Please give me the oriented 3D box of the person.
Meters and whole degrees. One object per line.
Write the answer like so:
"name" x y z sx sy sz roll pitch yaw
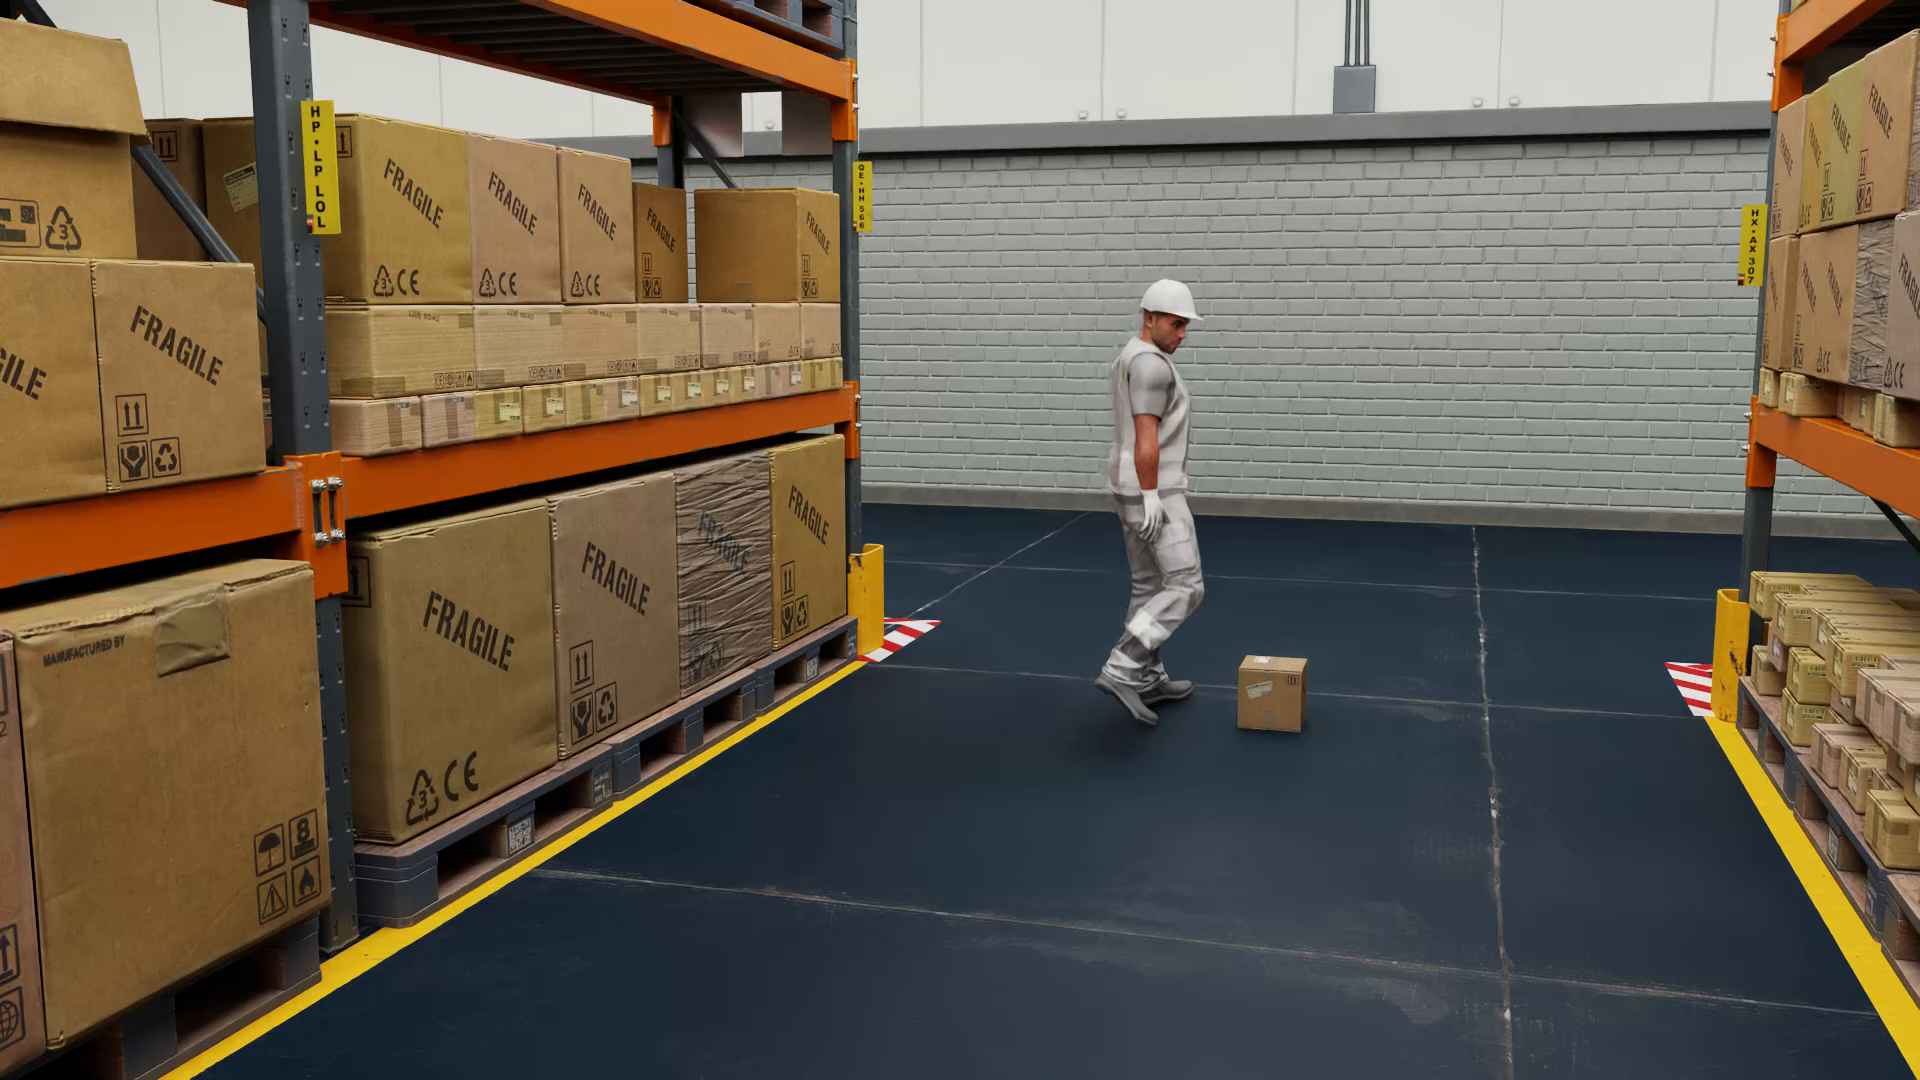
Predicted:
"person" 0.774 -0.165 6.815 0.525 1.786 0.664 -1 8 -7
